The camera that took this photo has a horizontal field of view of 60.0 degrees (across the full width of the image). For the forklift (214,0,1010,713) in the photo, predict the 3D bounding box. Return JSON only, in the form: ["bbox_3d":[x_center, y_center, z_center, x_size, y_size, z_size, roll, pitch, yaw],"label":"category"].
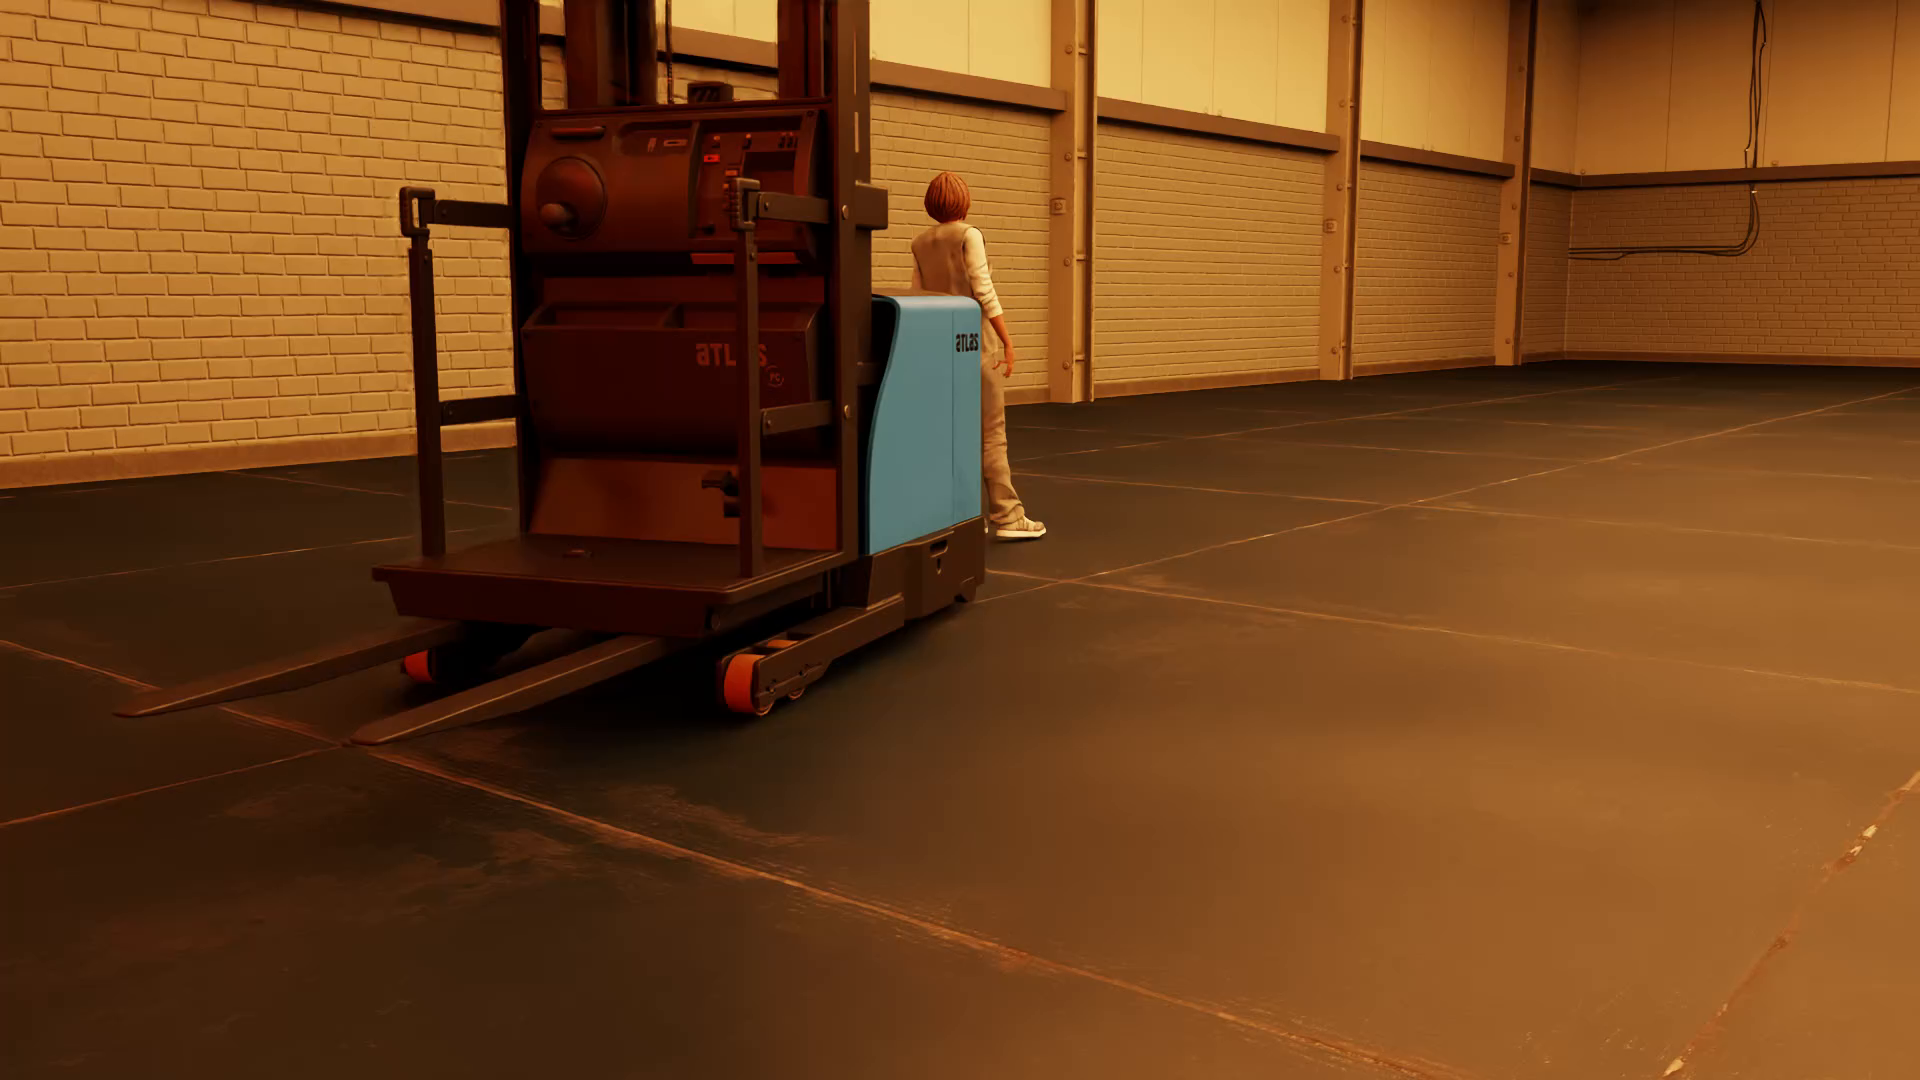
[{"bbox_3d":[-0.809,-1.098,4.790,1.130,2.935,3.031,3,9,20],"label":"forklift"}]

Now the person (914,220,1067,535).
[{"bbox_3d":[0.079,-0.739,7.632,0.828,1.393,0.680,6,11,38],"label":"person"}]
